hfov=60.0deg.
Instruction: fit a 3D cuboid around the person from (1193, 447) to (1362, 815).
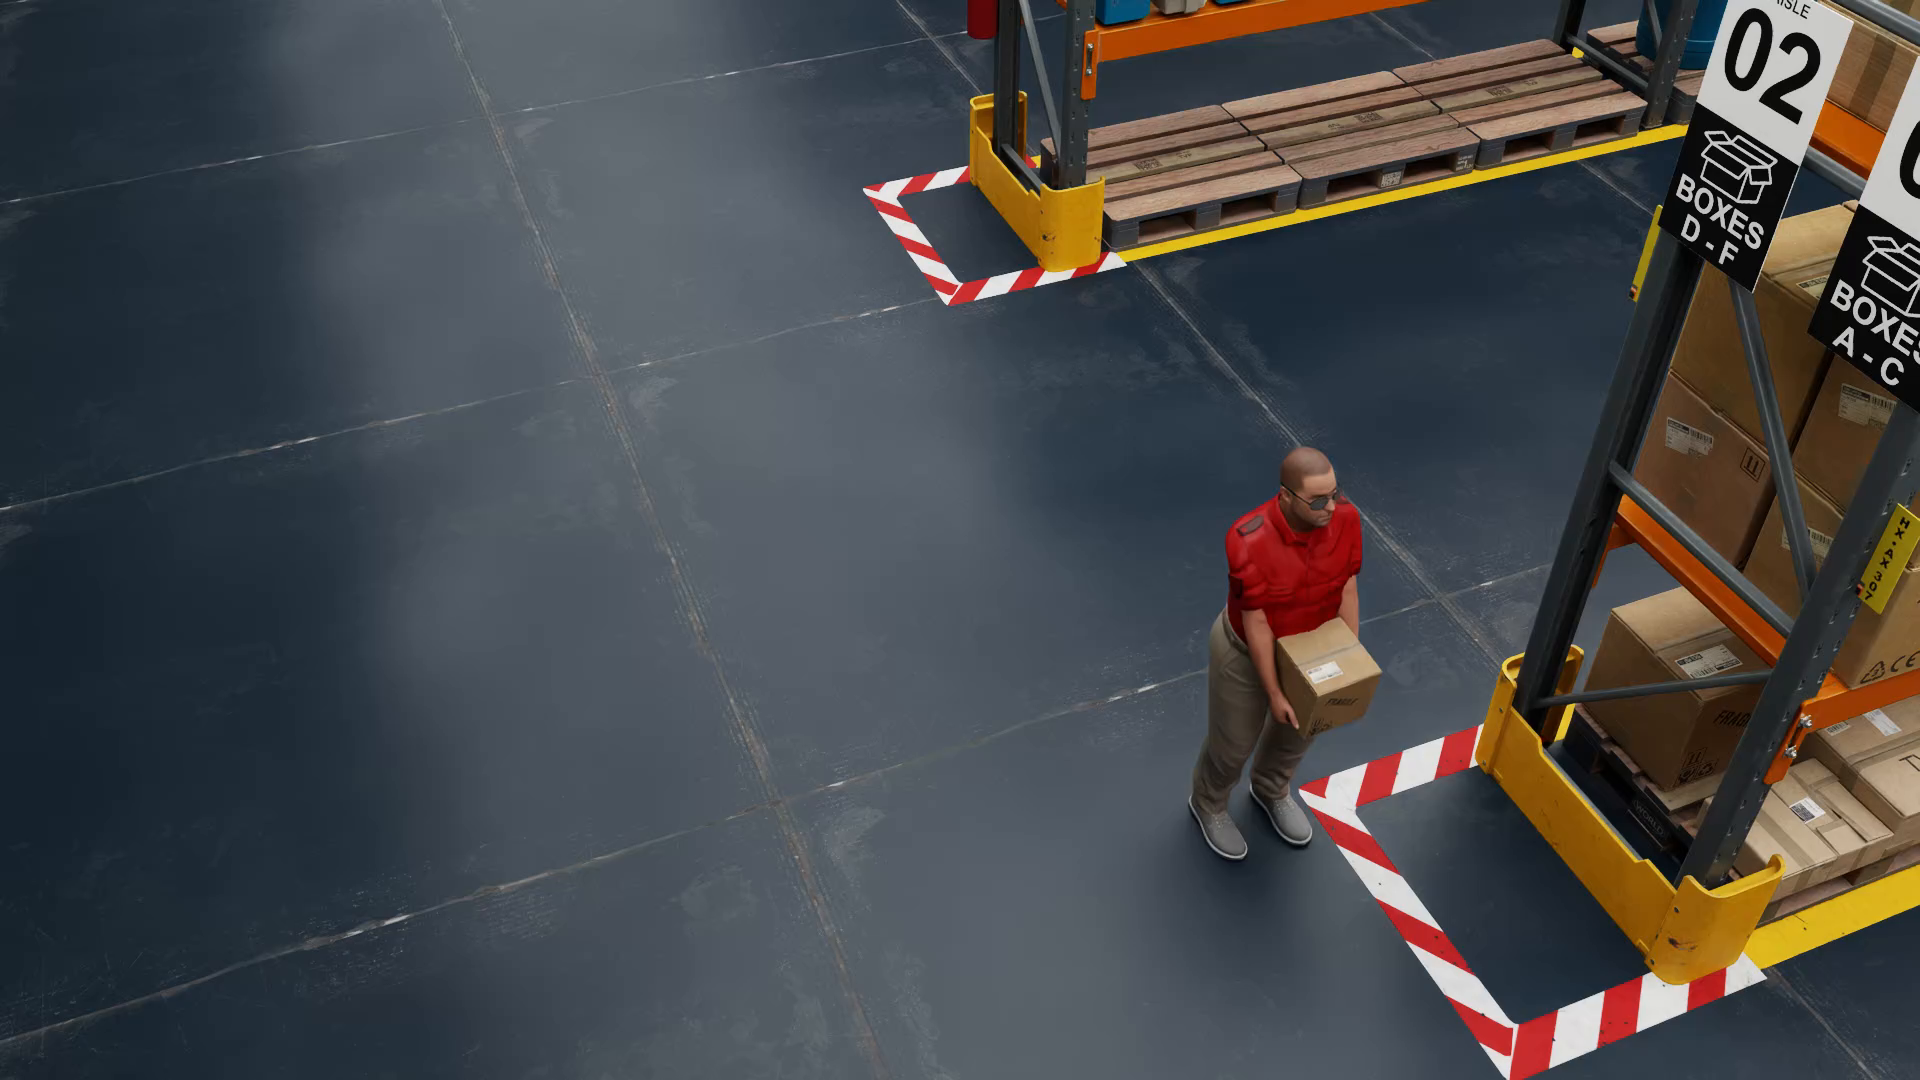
[{"bbox_3d":[1.128,0.403,5.664,0.490,1.647,0.541,-17,44,-19],"label":"person"}]
